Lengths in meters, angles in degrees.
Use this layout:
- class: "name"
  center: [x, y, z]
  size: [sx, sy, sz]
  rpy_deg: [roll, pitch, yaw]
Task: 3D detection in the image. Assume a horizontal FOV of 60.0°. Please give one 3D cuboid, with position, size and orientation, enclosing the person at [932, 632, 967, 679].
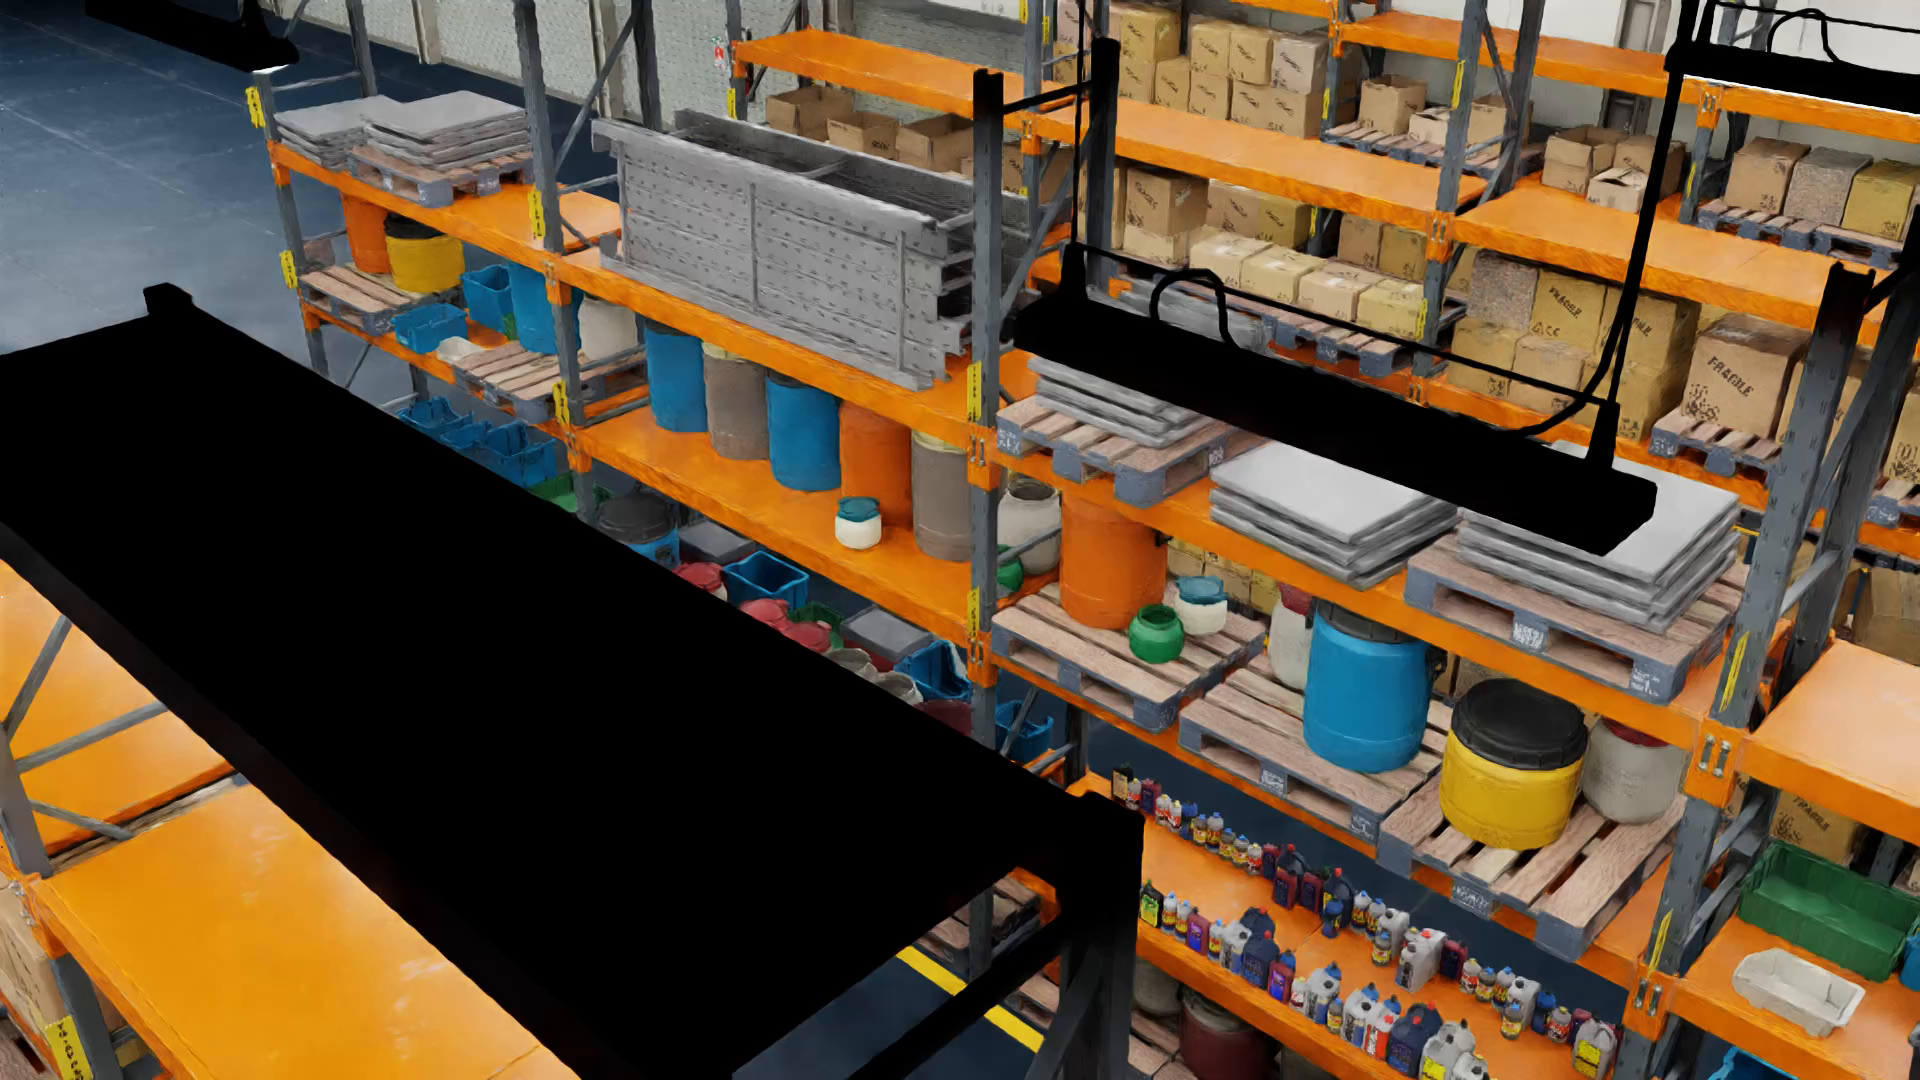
- class: "person"
  center: [-0.246, 0.490, 13.614]
  size: [0.546, 1.733, 0.729]
  rpy_deg: [24, 37, 35]
